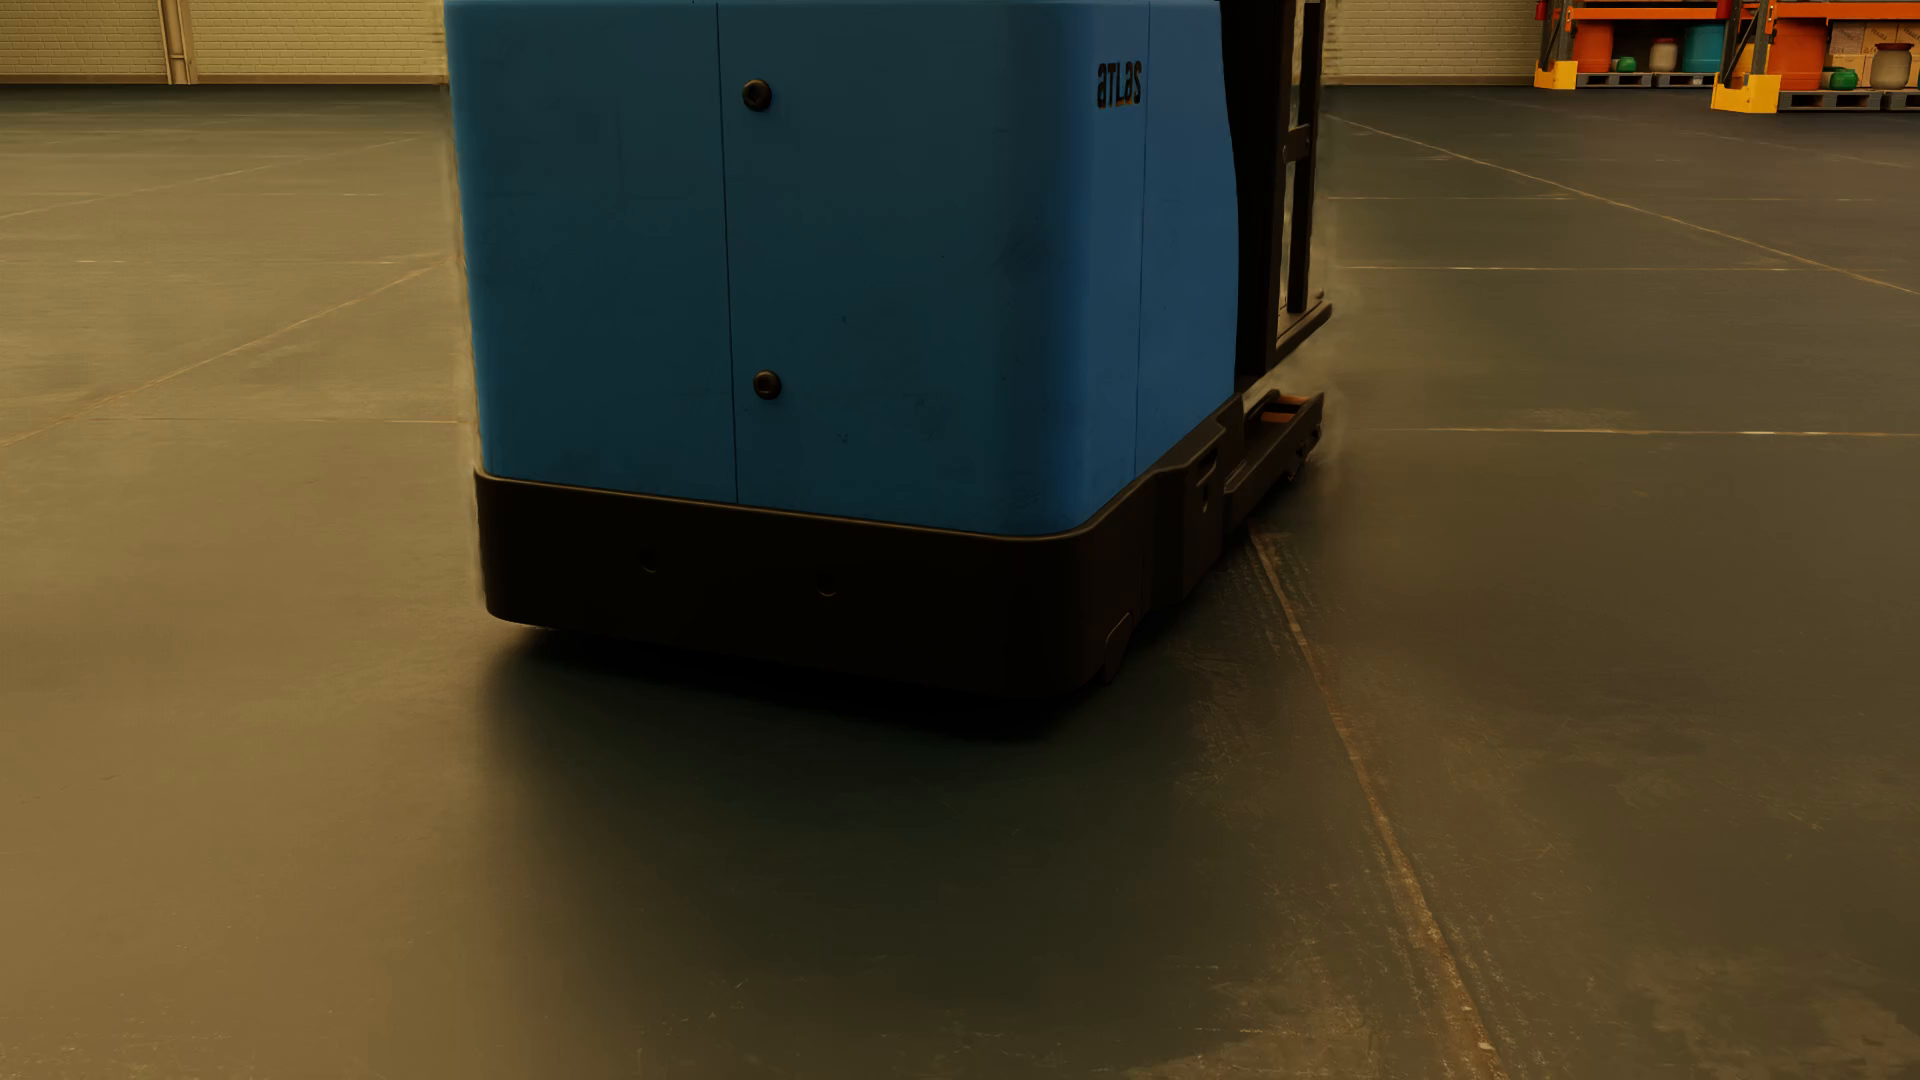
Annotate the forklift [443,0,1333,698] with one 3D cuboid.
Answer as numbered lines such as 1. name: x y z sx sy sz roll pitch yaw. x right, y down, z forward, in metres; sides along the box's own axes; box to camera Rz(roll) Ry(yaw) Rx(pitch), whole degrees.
1. forklift: 0.226 -1.568 3.478 1.130 2.935 3.031 7 18 21
